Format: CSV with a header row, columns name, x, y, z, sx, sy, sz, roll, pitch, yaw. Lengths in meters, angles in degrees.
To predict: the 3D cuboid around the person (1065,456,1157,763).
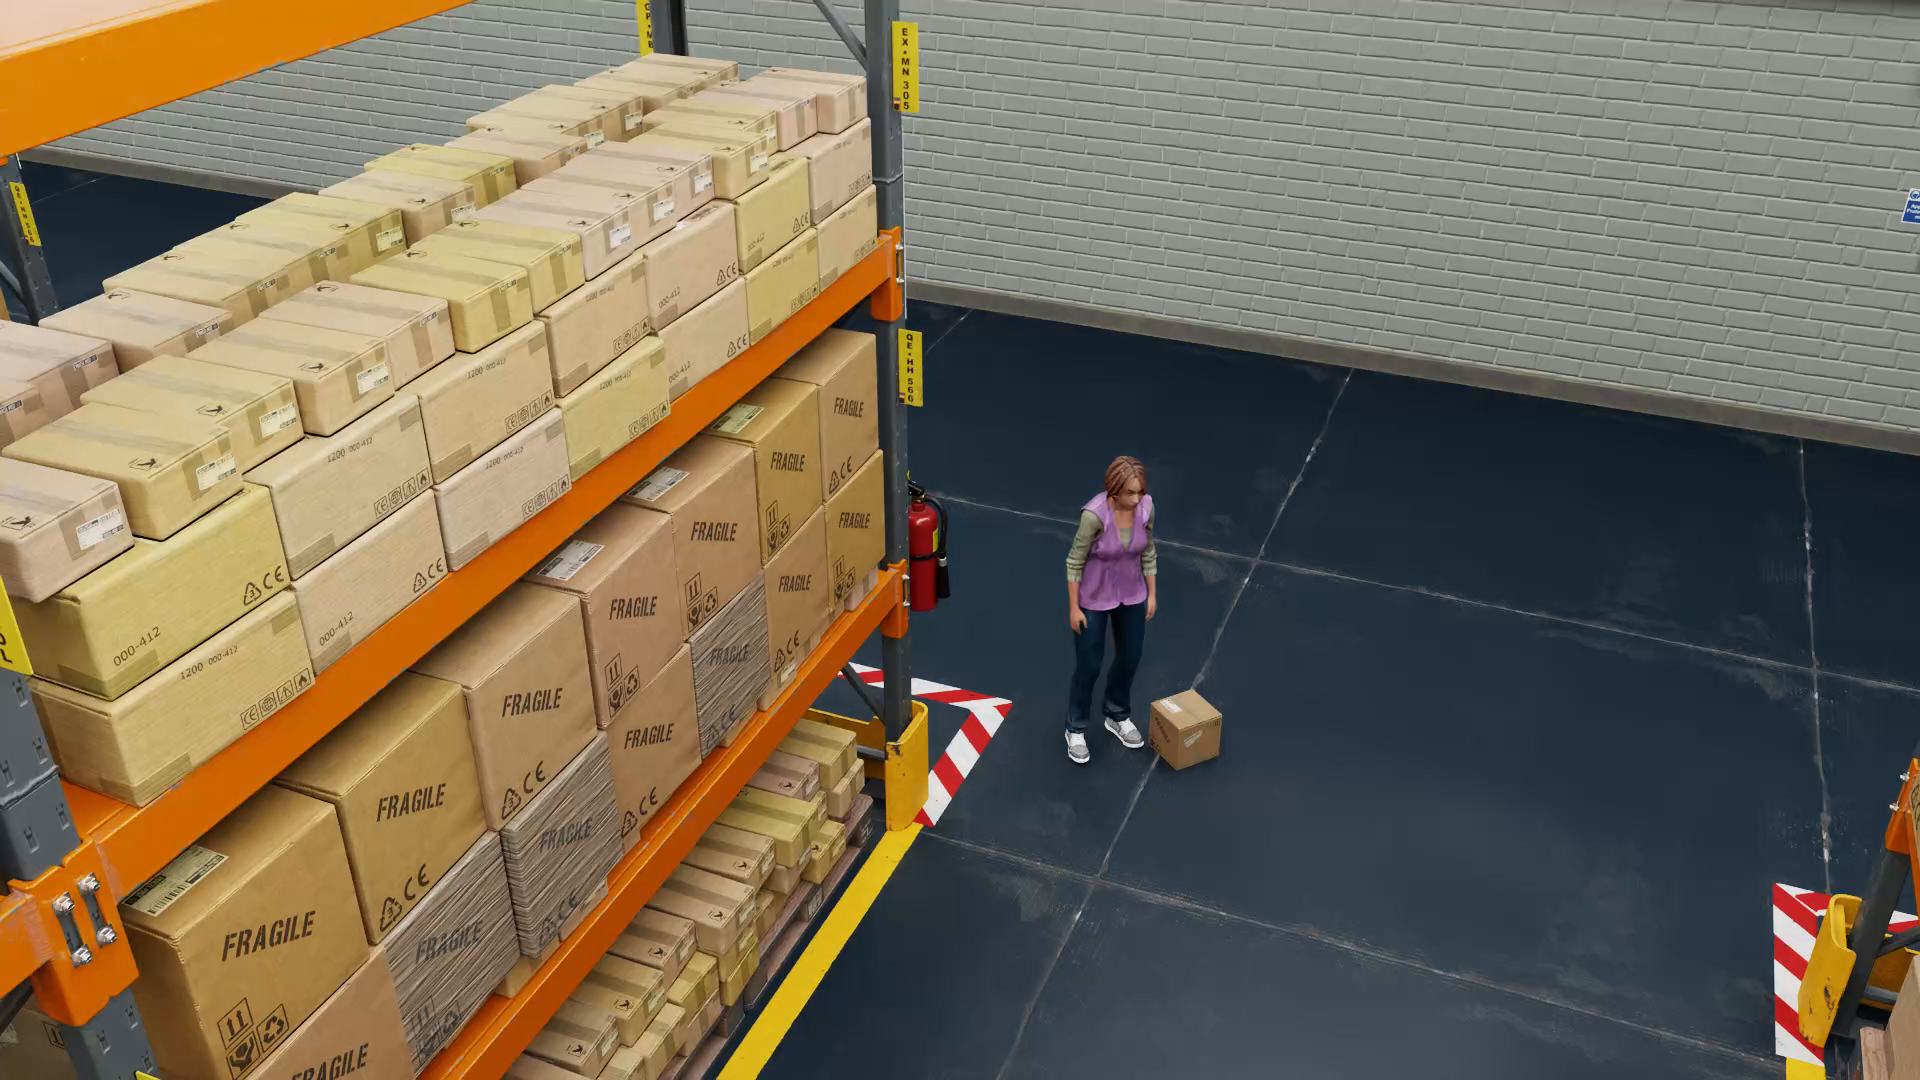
name,x,y,z,sx,sy,sz,roll,pitch,yaw
person,0.719,0.299,7.880,0.460,1.592,0.344,-11,32,-18
